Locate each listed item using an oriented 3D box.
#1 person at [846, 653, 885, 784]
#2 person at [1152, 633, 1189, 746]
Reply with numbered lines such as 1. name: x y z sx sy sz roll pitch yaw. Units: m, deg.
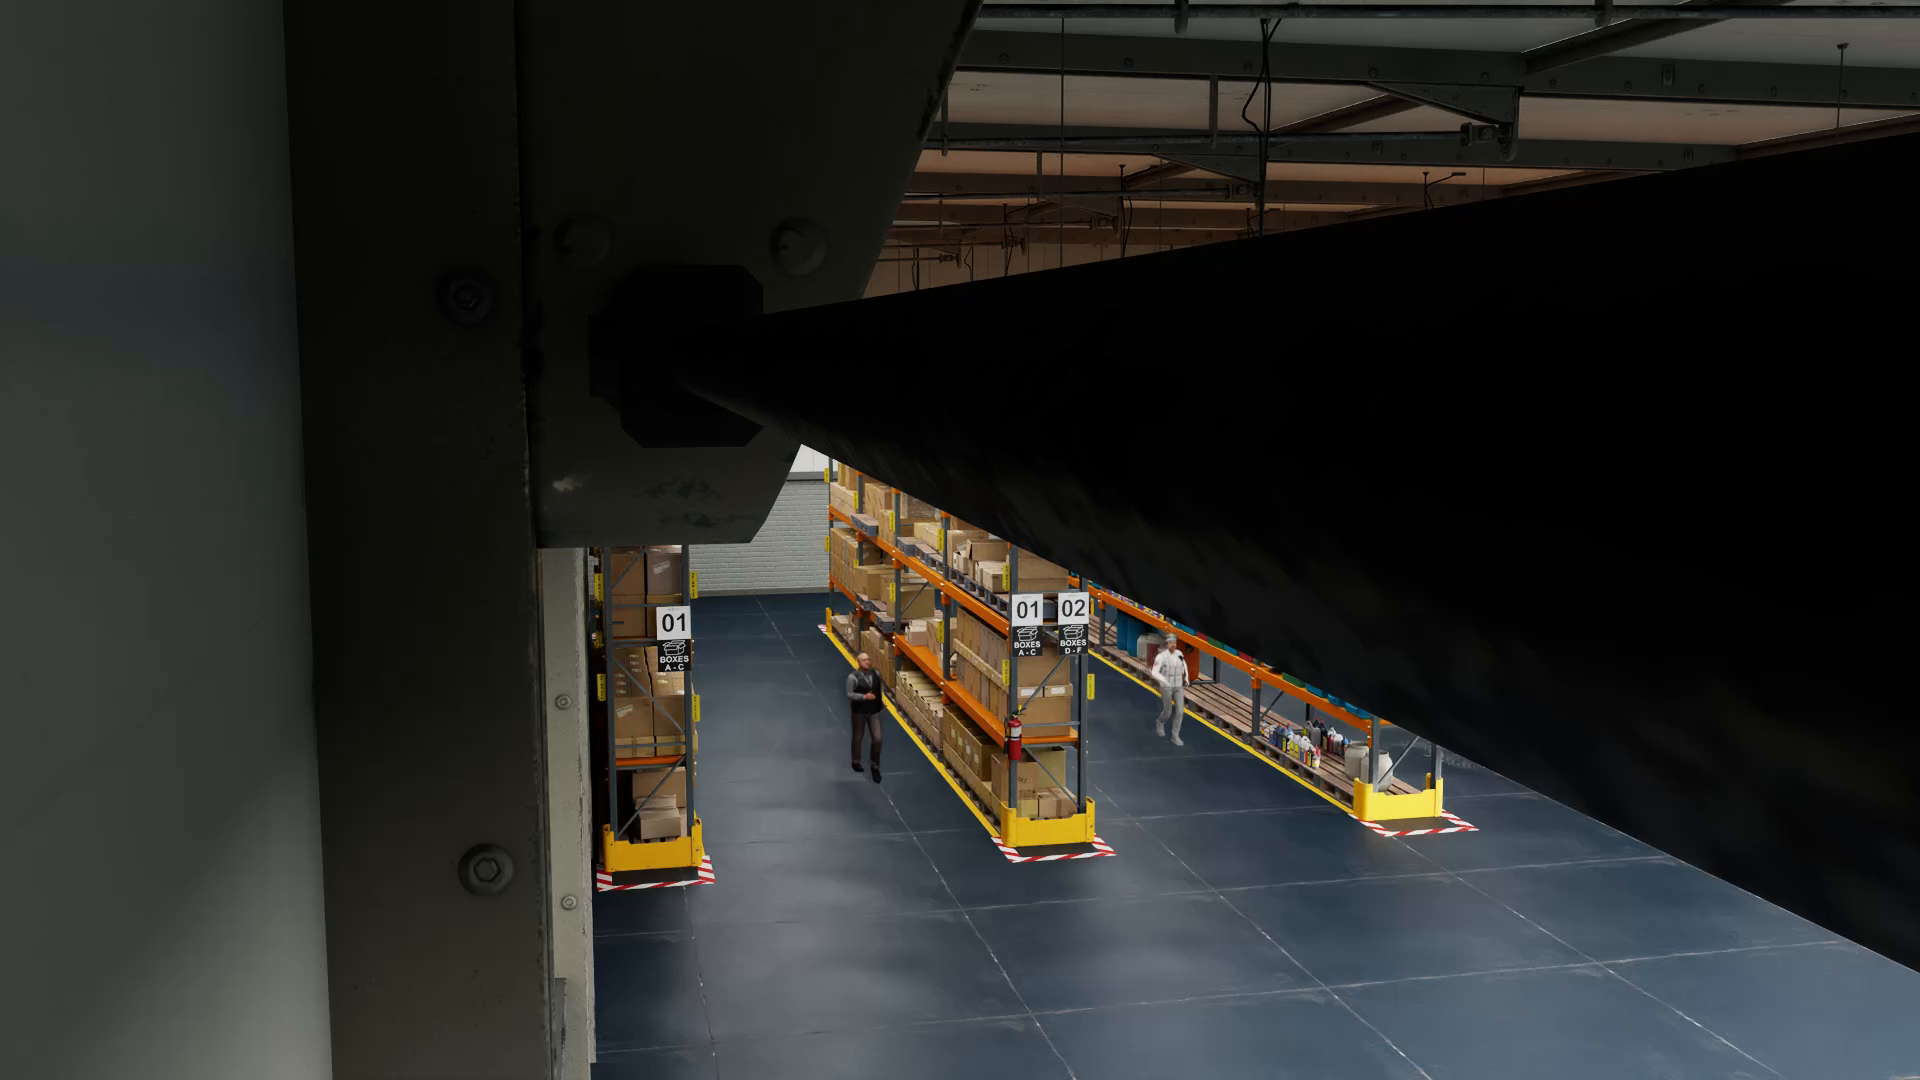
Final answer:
1. person: -1.301 2.478 23.193 0.622 1.821 0.721 -3 7 -23
2. person: 3.230 2.235 25.243 0.632 1.665 0.765 -2 7 -17
